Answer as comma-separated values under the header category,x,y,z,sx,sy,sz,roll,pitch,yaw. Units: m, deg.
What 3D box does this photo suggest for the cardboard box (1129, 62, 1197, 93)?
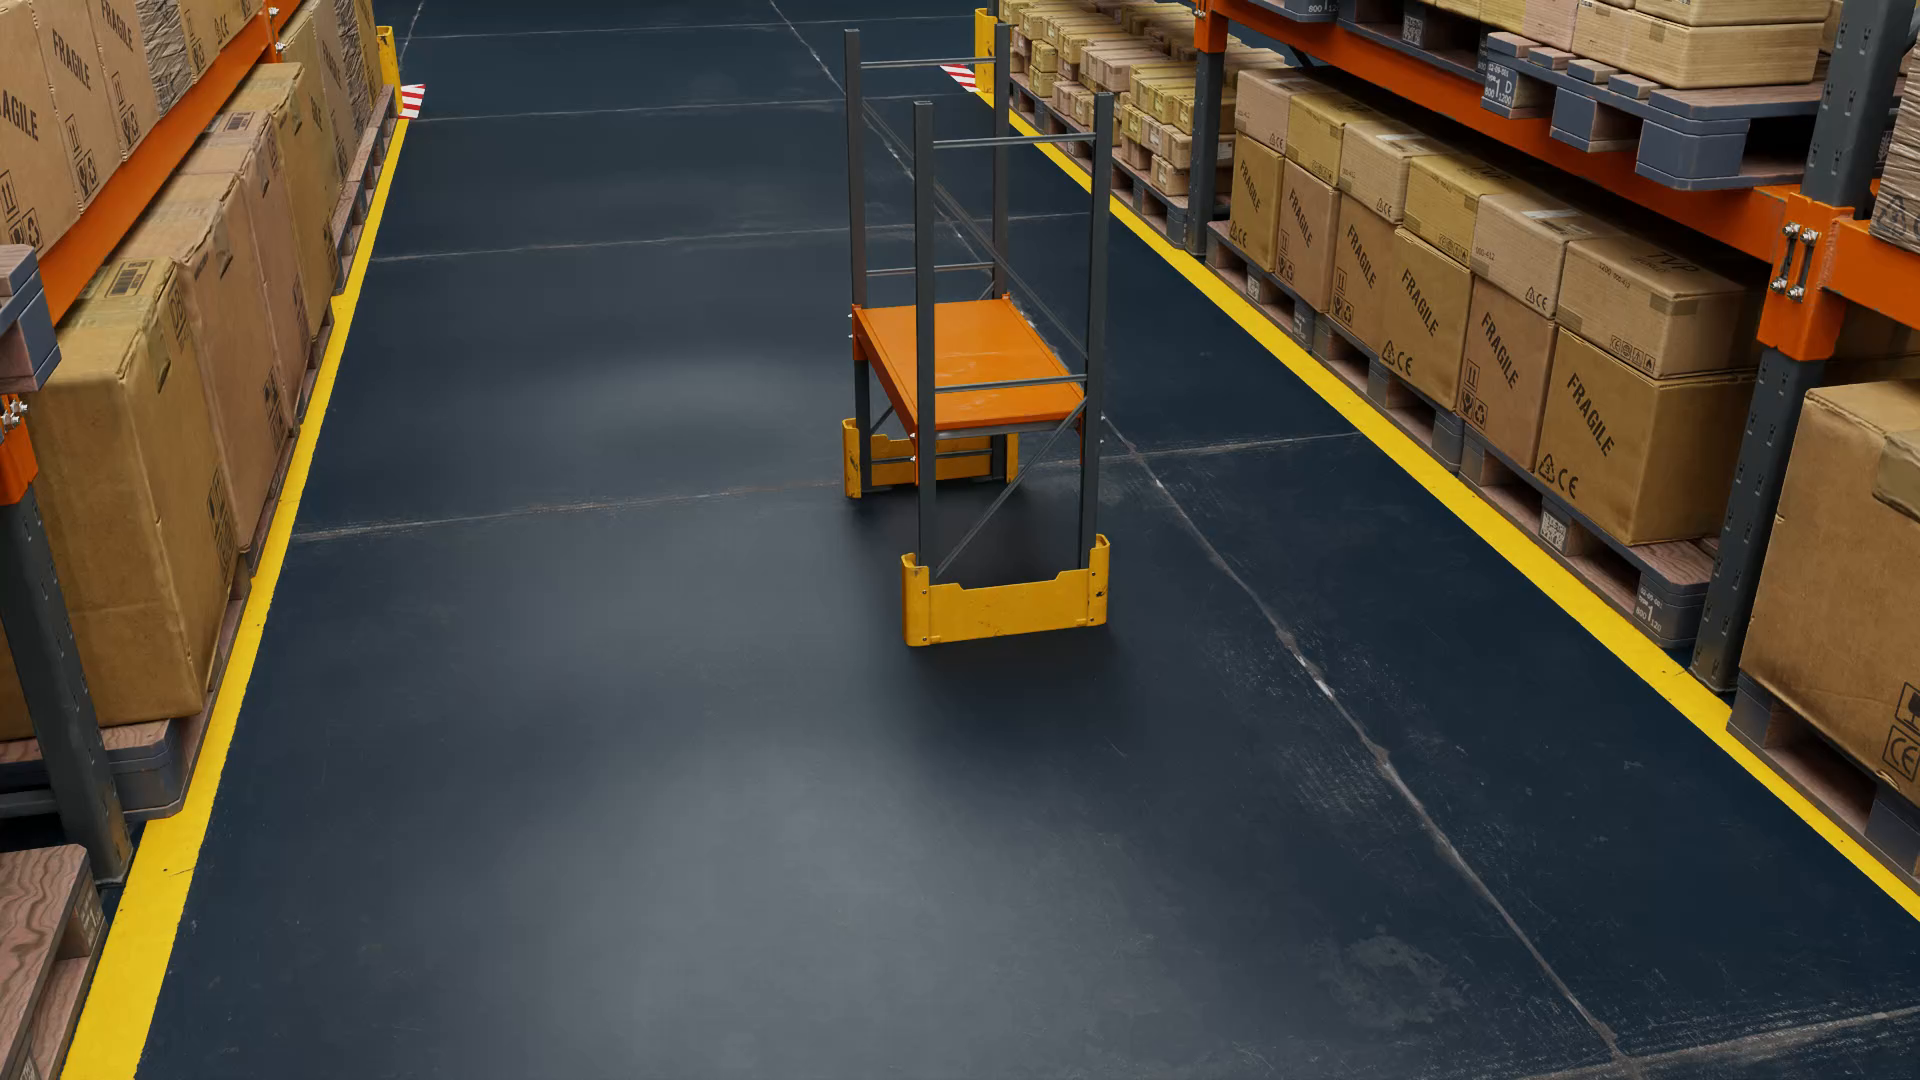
category,x,y,z,sx,sy,sz,roll,pitch,yaw
cardboard box,1.107,-2.406,8.725,0.380,0.149,0.250,-5,27,-10

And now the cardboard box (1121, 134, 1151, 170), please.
category,x,y,z,sx,sy,sz,roll,pitch,yaw
cardboard box,1.063,-2.041,8.663,0.380,0.149,0.250,-7,28,-13

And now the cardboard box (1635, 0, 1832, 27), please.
category,x,y,z,sx,sy,sz,roll,pitch,yaw
cardboard box,1.929,-1.380,4.137,0.380,0.149,0.250,-5,27,-11

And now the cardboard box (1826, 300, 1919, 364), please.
category,x,y,z,sx,sy,sz,roll,pitch,yaw
cardboard box,2.565,-0.735,4.852,0.500,0.250,0.500,-7,28,-14

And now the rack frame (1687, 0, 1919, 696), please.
category,x,y,z,sx,sy,sz,roll,pitch,yaw
rack frame,2.484,-1.001,3.904,1.000,3.000,0.127,-6,27,-12

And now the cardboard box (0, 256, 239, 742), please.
category,x,y,z,sx,sy,sz,roll,pitch,yaw
cardboard box,-2.506,-0.086,3.983,1.225,0.875,0.875,-7,28,-14

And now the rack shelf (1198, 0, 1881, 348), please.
category,x,y,z,sx,sy,sz,roll,pitch,yaw
rack shelf,2.033,-1.558,5.806,1.077,0.370,4.000,-6,27,-12

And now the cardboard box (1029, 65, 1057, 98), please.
category,x,y,z,sx,sy,sz,roll,pitch,yaw
cardboard box,0.640,-2.827,10.220,0.380,0.149,0.250,-6,27,-11

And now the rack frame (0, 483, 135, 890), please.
category,x,y,z,sx,sy,sz,roll,pitch,yaw
rack frame,-2.371,-0.542,2.994,1.000,3.000,0.127,-6,27,-12

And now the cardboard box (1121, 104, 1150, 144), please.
category,x,y,z,sx,sy,sz,roll,pitch,yaw
cardboard box,1.051,-2.144,8.537,0.380,0.149,0.250,-7,28,-13

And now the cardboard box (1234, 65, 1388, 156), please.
category,x,y,z,sx,sy,sz,roll,pitch,yaw
cardboard box,1.492,-1.812,6.987,0.500,0.250,0.500,-7,28,-14

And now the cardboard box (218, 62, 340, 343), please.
category,x,y,z,sx,sy,sz,roll,pitch,yaw
cardboard box,-3.109,-1.258,6.305,1.225,0.875,0.875,-6,27,-11

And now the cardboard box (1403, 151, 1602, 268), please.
category,x,y,z,sx,sy,sz,roll,pitch,yaw
cardboard box,1.851,-1.126,5.628,0.500,0.250,0.500,-5,27,-10

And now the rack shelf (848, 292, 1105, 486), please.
category,x,y,z,sx,sy,sz,roll,pitch,yaw
rack shelf,0.019,-0.472,4.919,0.538,0.185,1.000,-6,27,-12

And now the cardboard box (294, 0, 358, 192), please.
category,x,y,z,sx,sy,sz,roll,pitch,yaw
cardboard box,-3.546,-2.230,8.230,0.875,0.875,0.875,-6,27,-12

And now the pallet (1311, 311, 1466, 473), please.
category,x,y,z,sx,sy,sz,roll,pitch,yaw
pallet,2.038,-0.634,6.272,1.003,0.211,1.213,-6,27,-12

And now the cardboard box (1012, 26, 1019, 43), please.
category,x,y,z,sx,sy,sz,roll,pitch,yaw
cardboard box,0.549,-3.305,10.836,0.380,0.149,0.250,-5,27,-9

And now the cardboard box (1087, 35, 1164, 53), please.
category,x,y,z,sx,sy,sz,roll,pitch,yaw
cardboard box,0.934,-2.753,9.412,0.380,0.149,0.250,-6,27,-11

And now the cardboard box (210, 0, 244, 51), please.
category,x,y,z,sx,sy,sz,roll,pitch,yaw
cardboard box,-2.796,-1.947,5.667,0.500,0.500,0.500,-5,27,-10

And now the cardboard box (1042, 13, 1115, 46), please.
category,x,y,z,sx,sy,sz,roll,pitch,yaw
cardboard box,0.716,-3.096,10.093,0.380,0.149,0.250,-7,28,-14

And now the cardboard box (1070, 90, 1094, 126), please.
category,x,y,z,sx,sy,sz,roll,pitch,yaw
cardboard box,0.849,-2.488,9.547,0.380,0.149,0.250,-6,27,-12

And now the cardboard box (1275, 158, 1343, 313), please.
category,x,y,z,sx,sy,sz,roll,pitch,yaw
cardboard box,1.612,-1.245,6.696,0.500,0.500,0.500,-5,27,-9

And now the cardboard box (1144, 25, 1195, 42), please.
category,x,y,z,sx,sy,sz,roll,pitch,yaw
cardboard box,1.293,-2.910,9.725,0.380,0.149,0.250,-7,28,-13

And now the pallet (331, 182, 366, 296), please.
category,x,y,z,sx,sy,sz,roll,pitch,yaw
pallet,-3.368,-1.395,7.779,1.003,0.211,1.213,-6,27,-12

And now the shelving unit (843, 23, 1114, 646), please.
category,x,y,z,sx,sy,sz,roll,pitch,yaw
shelving unit,0.017,-0.636,4.846,0.587,1.500,1.083,-6,27,-12

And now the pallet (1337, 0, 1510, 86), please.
category,x,y,z,sx,sy,sz,roll,pitch,yaw
pallet,1.998,-1.780,5.661,1.003,0.211,1.213,-6,27,-12

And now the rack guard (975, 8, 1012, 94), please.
category,x,y,z,sx,sy,sz,roll,pitch,yaw
rack guard,0.698,-3.364,11.360,1.175,0.500,0.348,-6,27,-12

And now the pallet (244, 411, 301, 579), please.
category,x,y,z,sx,sy,sz,roll,pitch,yaw
pallet,-2.747,-0.185,5.383,1.003,0.211,1.213,-6,27,-12

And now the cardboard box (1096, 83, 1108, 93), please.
category,x,y,z,sx,sy,sz,roll,pitch,yaw
cardboard box,0.973,-2.494,9.229,0.380,0.149,0.250,-7,28,-14

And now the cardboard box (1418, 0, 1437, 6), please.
category,x,y,z,sx,sy,sz,roll,pitch,yaw
cardboard box,1.641,-1.810,5.320,0.380,0.149,0.250,-5,27,-10

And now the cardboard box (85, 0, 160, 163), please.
category,x,y,z,sx,sy,sz,roll,pitch,yaw
cardboard box,-2.453,-1.278,4.342,0.500,0.500,0.500,-6,27,-13

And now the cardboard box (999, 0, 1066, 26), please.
category,x,y,z,sx,sy,sz,roll,pitch,yaw
cardboard box,0.468,-3.429,10.752,0.380,0.149,0.250,-7,28,-14

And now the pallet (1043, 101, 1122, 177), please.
category,x,y,z,sx,sy,sz,roll,pitch,yaw
pallet,1.118,-2.340,9.652,1.003,0.211,1.213,-6,27,-12

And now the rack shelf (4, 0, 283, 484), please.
category,x,y,z,sx,sy,sz,roll,pitch,yaw
rack shelf,-2.822,-1.099,4.896,1.077,0.370,4.000,-6,27,-12

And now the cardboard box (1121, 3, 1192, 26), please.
category,x,y,z,sx,sy,sz,roll,pitch,yaw
cardboard box,1.230,-3.270,10.437,0.380,0.149,0.250,-7,28,-13

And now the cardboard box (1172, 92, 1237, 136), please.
category,x,y,z,sx,sy,sz,roll,pitch,yaw
cardboard box,1.249,-2.067,8.054,0.380,0.149,0.250,-5,27,-10

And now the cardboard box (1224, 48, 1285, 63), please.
category,x,y,z,sx,sy,sz,roll,pitch,yaw
cardboard box,1.539,-2.575,9.060,0.380,0.149,0.250,-5,27,-10

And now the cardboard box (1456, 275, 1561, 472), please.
category,x,y,z,sx,sy,sz,roll,pitch,yaw
cardboard box,1.968,-0.563,5.345,0.500,0.500,0.500,-5,27,-10

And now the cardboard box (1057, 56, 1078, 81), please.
category,x,y,z,sx,sy,sz,roll,pitch,yaw
cardboard box,0.802,-2.850,9.935,0.380,0.149,0.250,-7,28,-14

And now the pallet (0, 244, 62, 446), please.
category,x,y,z,sx,sy,sz,roll,pitch,yaw
pallet,-2.107,-0.154,2.439,1.213,0.211,1.003,-6,27,-12

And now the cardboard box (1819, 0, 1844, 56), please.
category,x,y,z,sx,sy,sz,roll,pitch,yaw
cardboard box,2.520,-1.411,4.529,0.380,0.149,0.250,-5,27,-9

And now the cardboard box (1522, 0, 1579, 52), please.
category,x,y,z,sx,sy,sz,roll,pitch,yaw
cardboard box,1.813,-1.468,4.643,0.380,0.149,0.250,-5,27,-11
